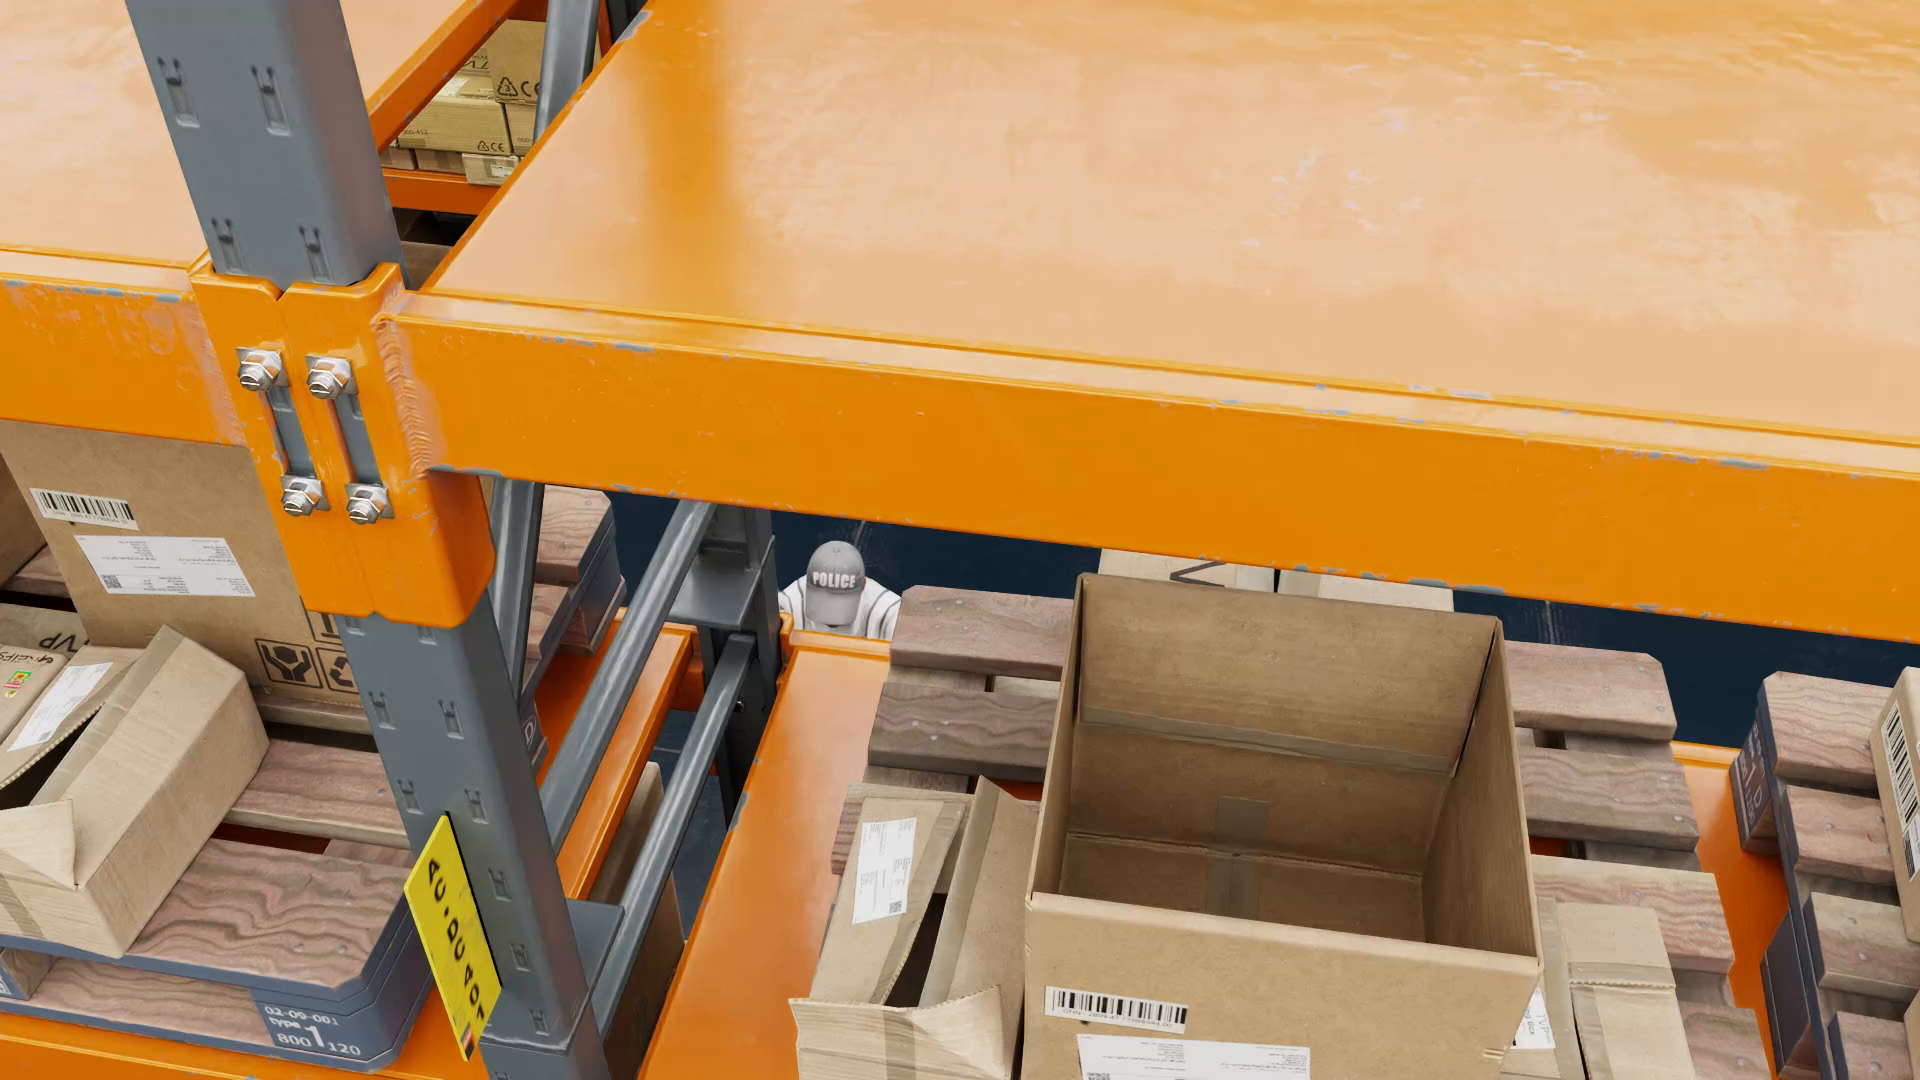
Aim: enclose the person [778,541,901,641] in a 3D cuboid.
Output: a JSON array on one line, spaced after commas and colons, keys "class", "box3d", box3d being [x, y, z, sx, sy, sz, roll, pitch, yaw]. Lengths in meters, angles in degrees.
[{"class": "person", "box3d": [-0.398, 0.619, 5.434, 0.564, 1.666, 0.468, 4, 41, 5]}]
